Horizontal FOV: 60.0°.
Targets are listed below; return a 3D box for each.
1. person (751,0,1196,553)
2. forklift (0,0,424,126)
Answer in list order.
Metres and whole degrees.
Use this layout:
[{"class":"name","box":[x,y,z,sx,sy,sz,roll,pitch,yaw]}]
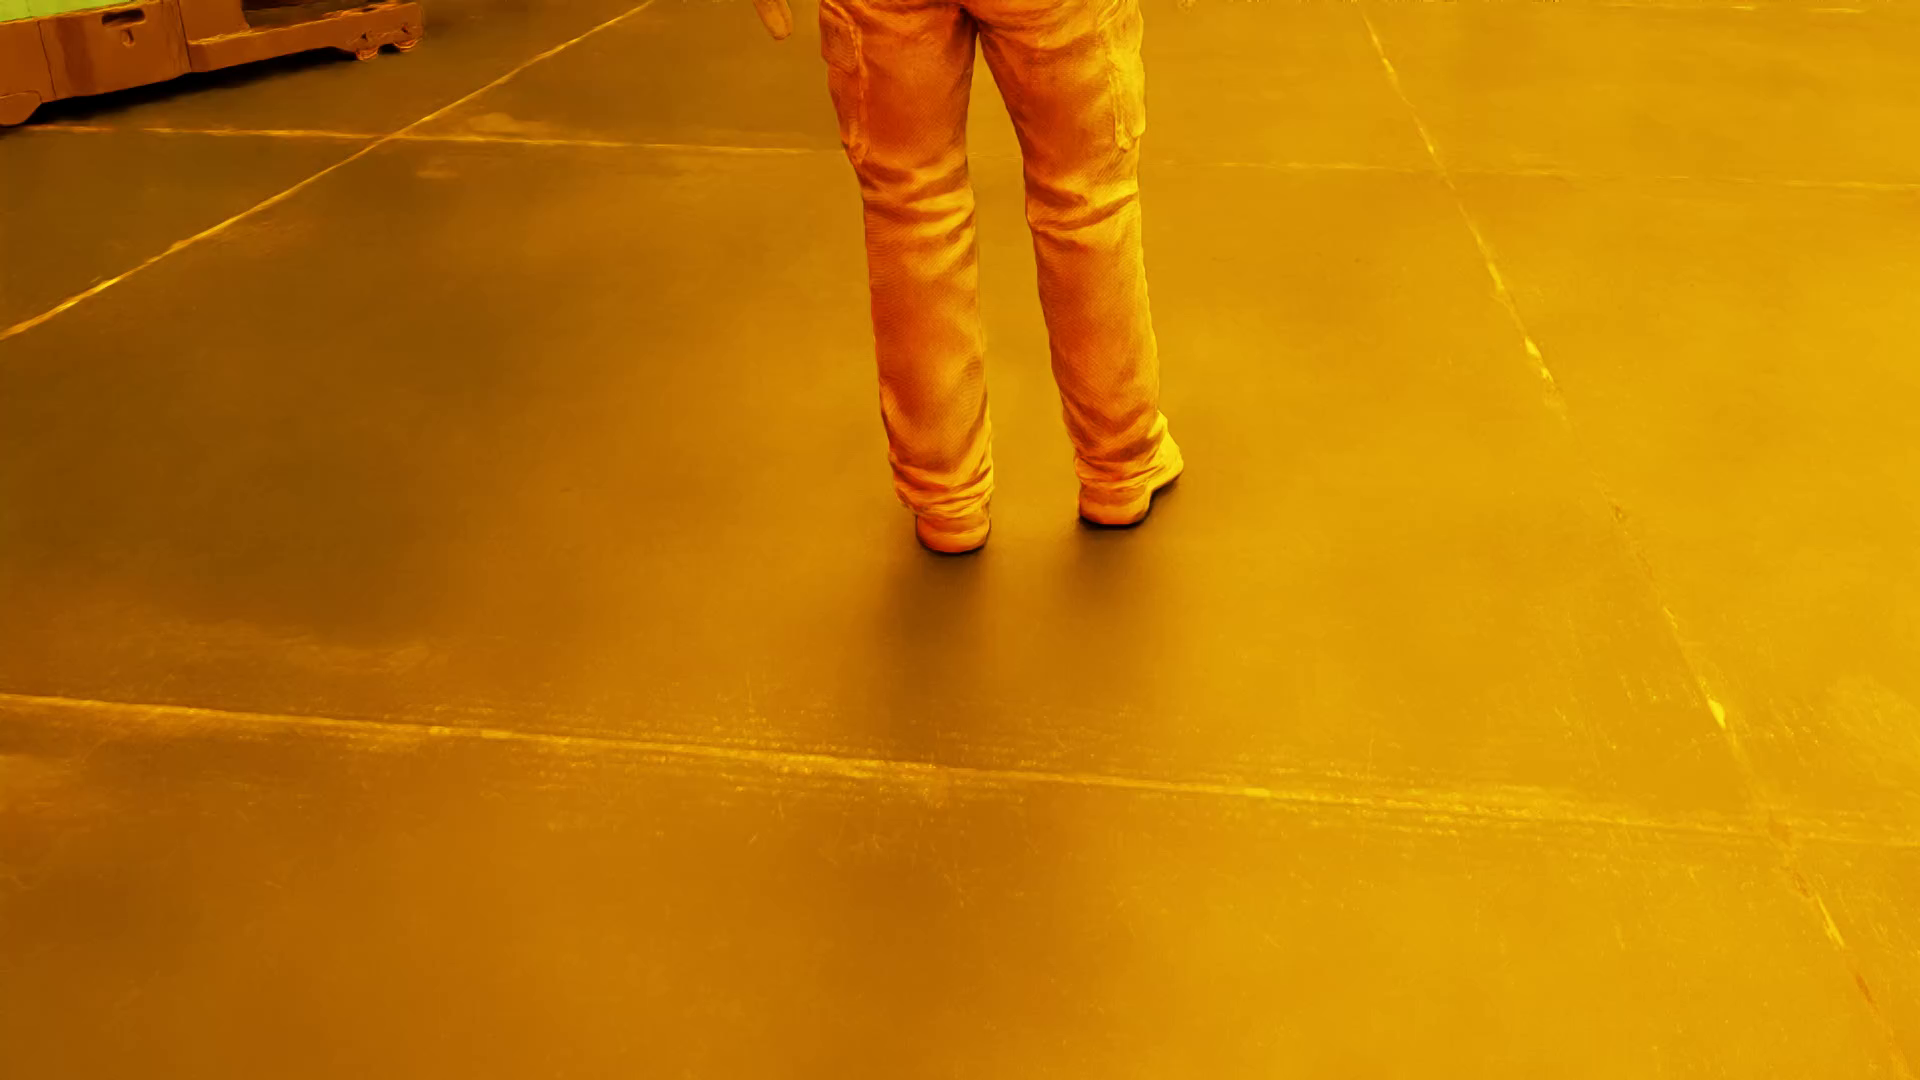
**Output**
[{"class":"person","box":[0.017,-0.833,2.163,0.655,1.777,0.576,3,27,7]},{"class":"forklift","box":[-2.641,-3.119,5.468,1.130,2.935,3.031,13,29,24]}]
